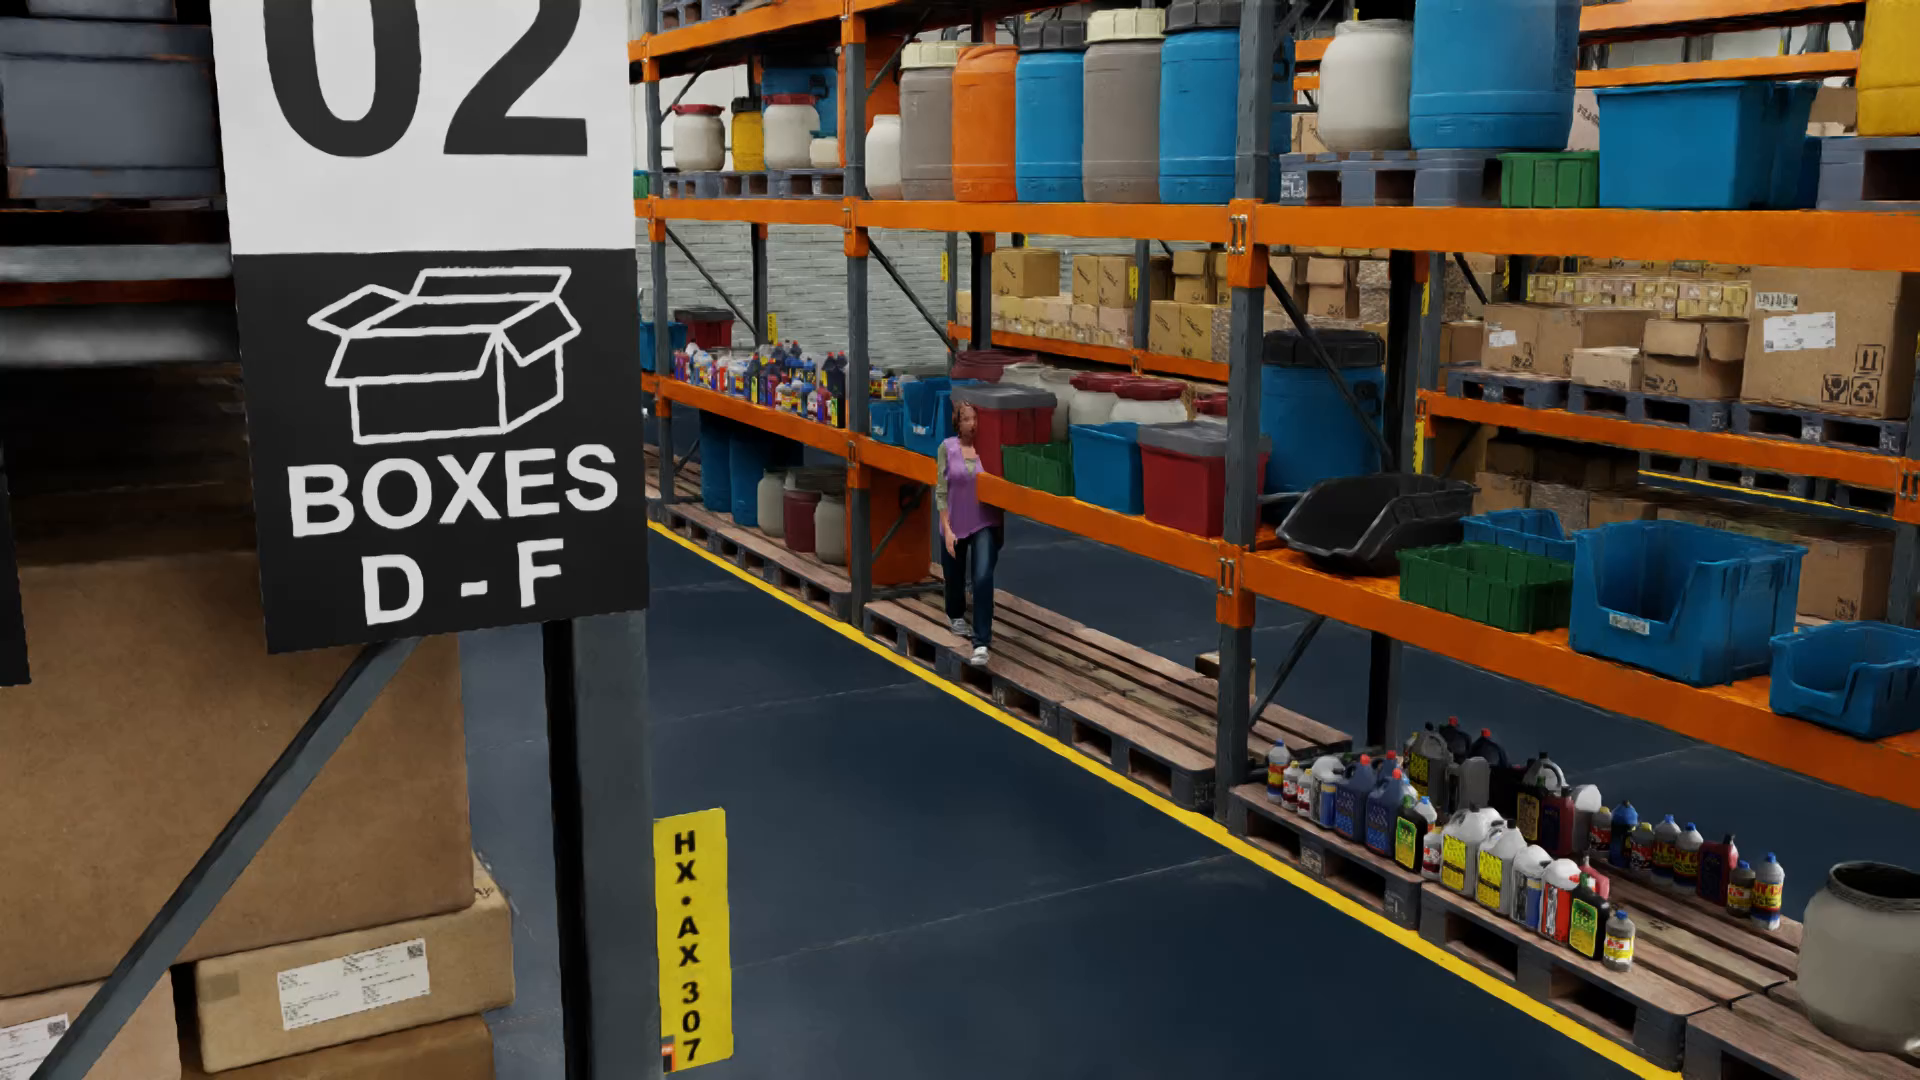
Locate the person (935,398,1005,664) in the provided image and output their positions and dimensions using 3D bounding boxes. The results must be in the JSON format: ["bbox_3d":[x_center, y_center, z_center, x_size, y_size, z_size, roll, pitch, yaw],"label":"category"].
[{"bbox_3d":[0.062,-0.087,9.645,0.415,1.499,0.944,0,12,-1],"label":"person"}]
